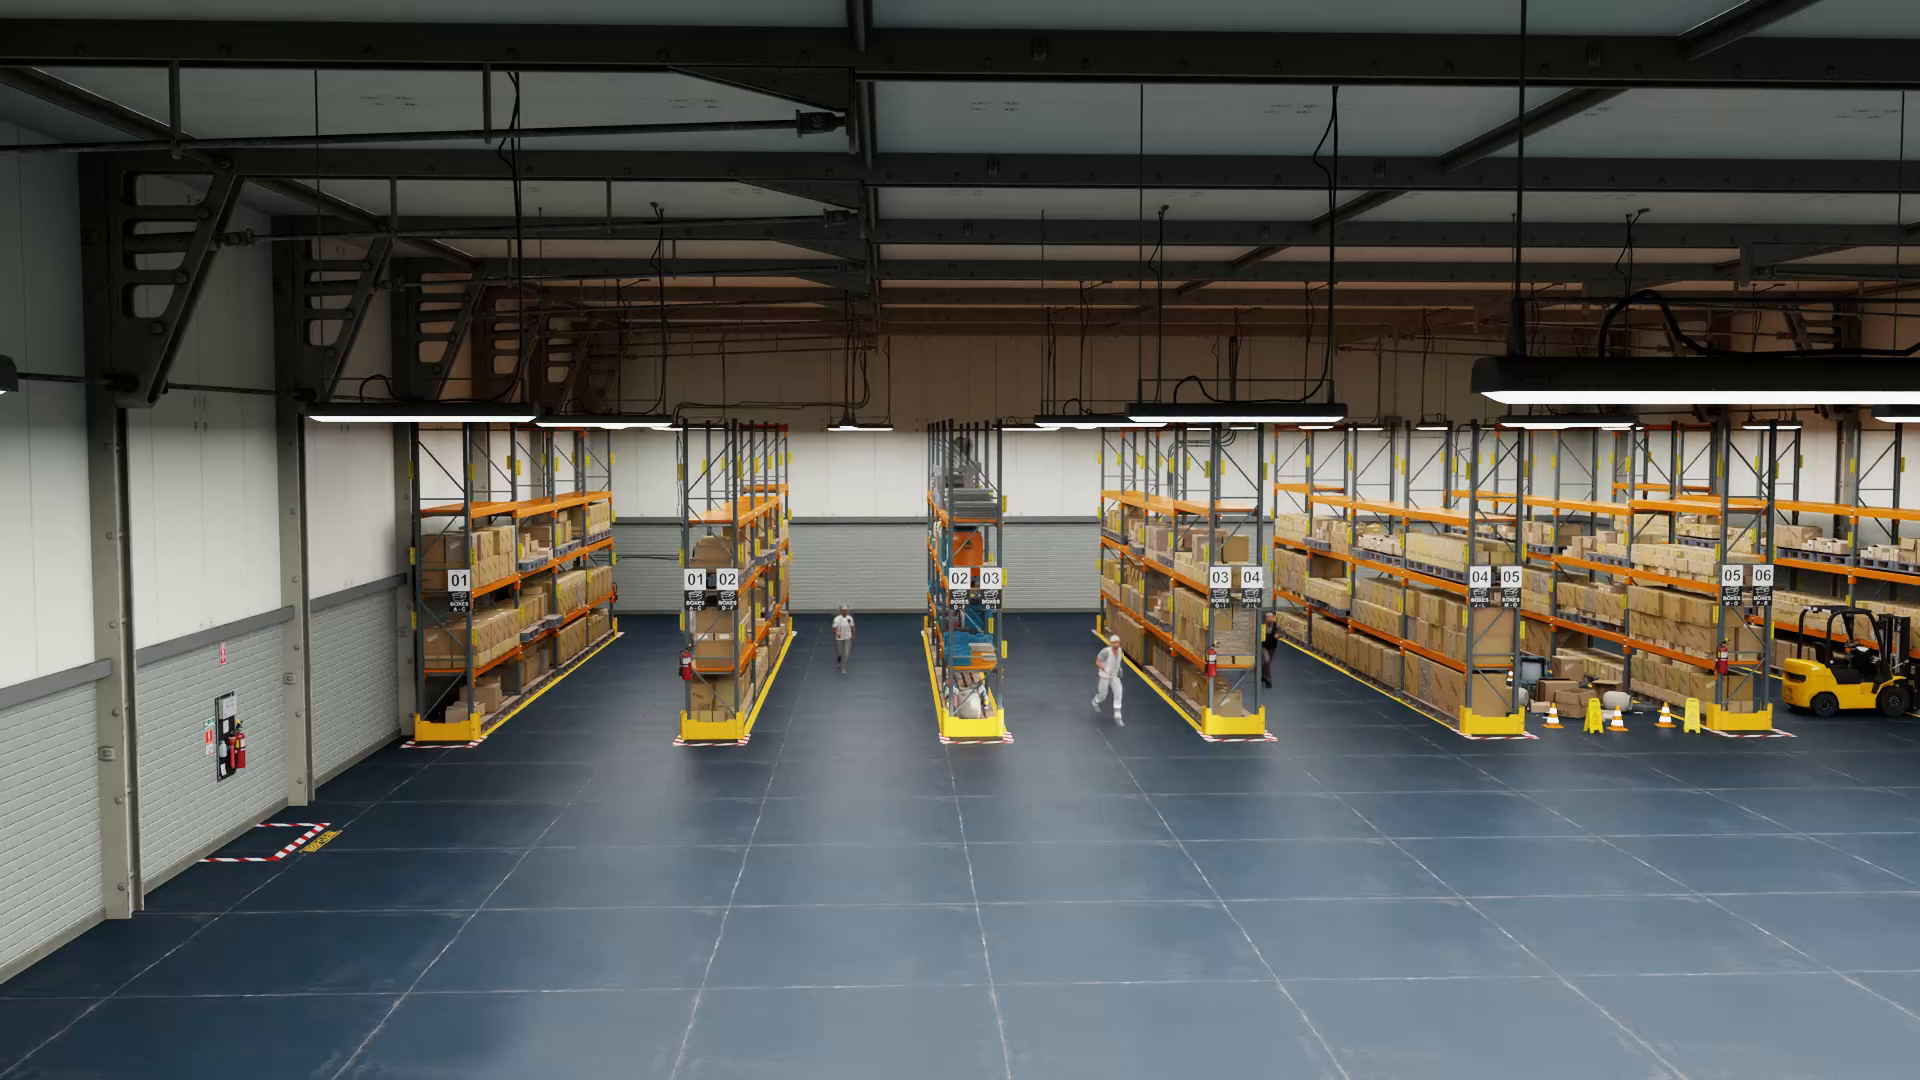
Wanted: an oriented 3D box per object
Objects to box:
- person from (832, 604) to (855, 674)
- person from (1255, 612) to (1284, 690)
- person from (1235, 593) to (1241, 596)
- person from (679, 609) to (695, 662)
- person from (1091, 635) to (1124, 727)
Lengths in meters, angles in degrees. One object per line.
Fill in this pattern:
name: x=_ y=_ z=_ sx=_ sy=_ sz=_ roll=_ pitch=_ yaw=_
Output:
person: x=-2.767 y=2.352 z=39.715 sx=0.562 sy=1.655 sz=0.589 roll=-1 pitch=4 yaw=-13
person: x=6.940 y=2.476 z=37.642 sx=0.655 sy=1.737 sz=0.968 roll=-1 pitch=4 yaw=-9
person: x=8.100 y=1.806 z=48.021 sx=0.744 sy=1.691 sz=0.546 roll=3 pitch=5 yaw=37
person: x=-6.509 y=2.272 z=40.531 sx=0.680 sy=1.767 sz=1.014 roll=0 pitch=4 yaw=-6
person: x=2.932 y=2.738 z=32.912 sx=0.660 sy=1.774 sz=1.134 roll=-2 pitch=4 yaw=-25
